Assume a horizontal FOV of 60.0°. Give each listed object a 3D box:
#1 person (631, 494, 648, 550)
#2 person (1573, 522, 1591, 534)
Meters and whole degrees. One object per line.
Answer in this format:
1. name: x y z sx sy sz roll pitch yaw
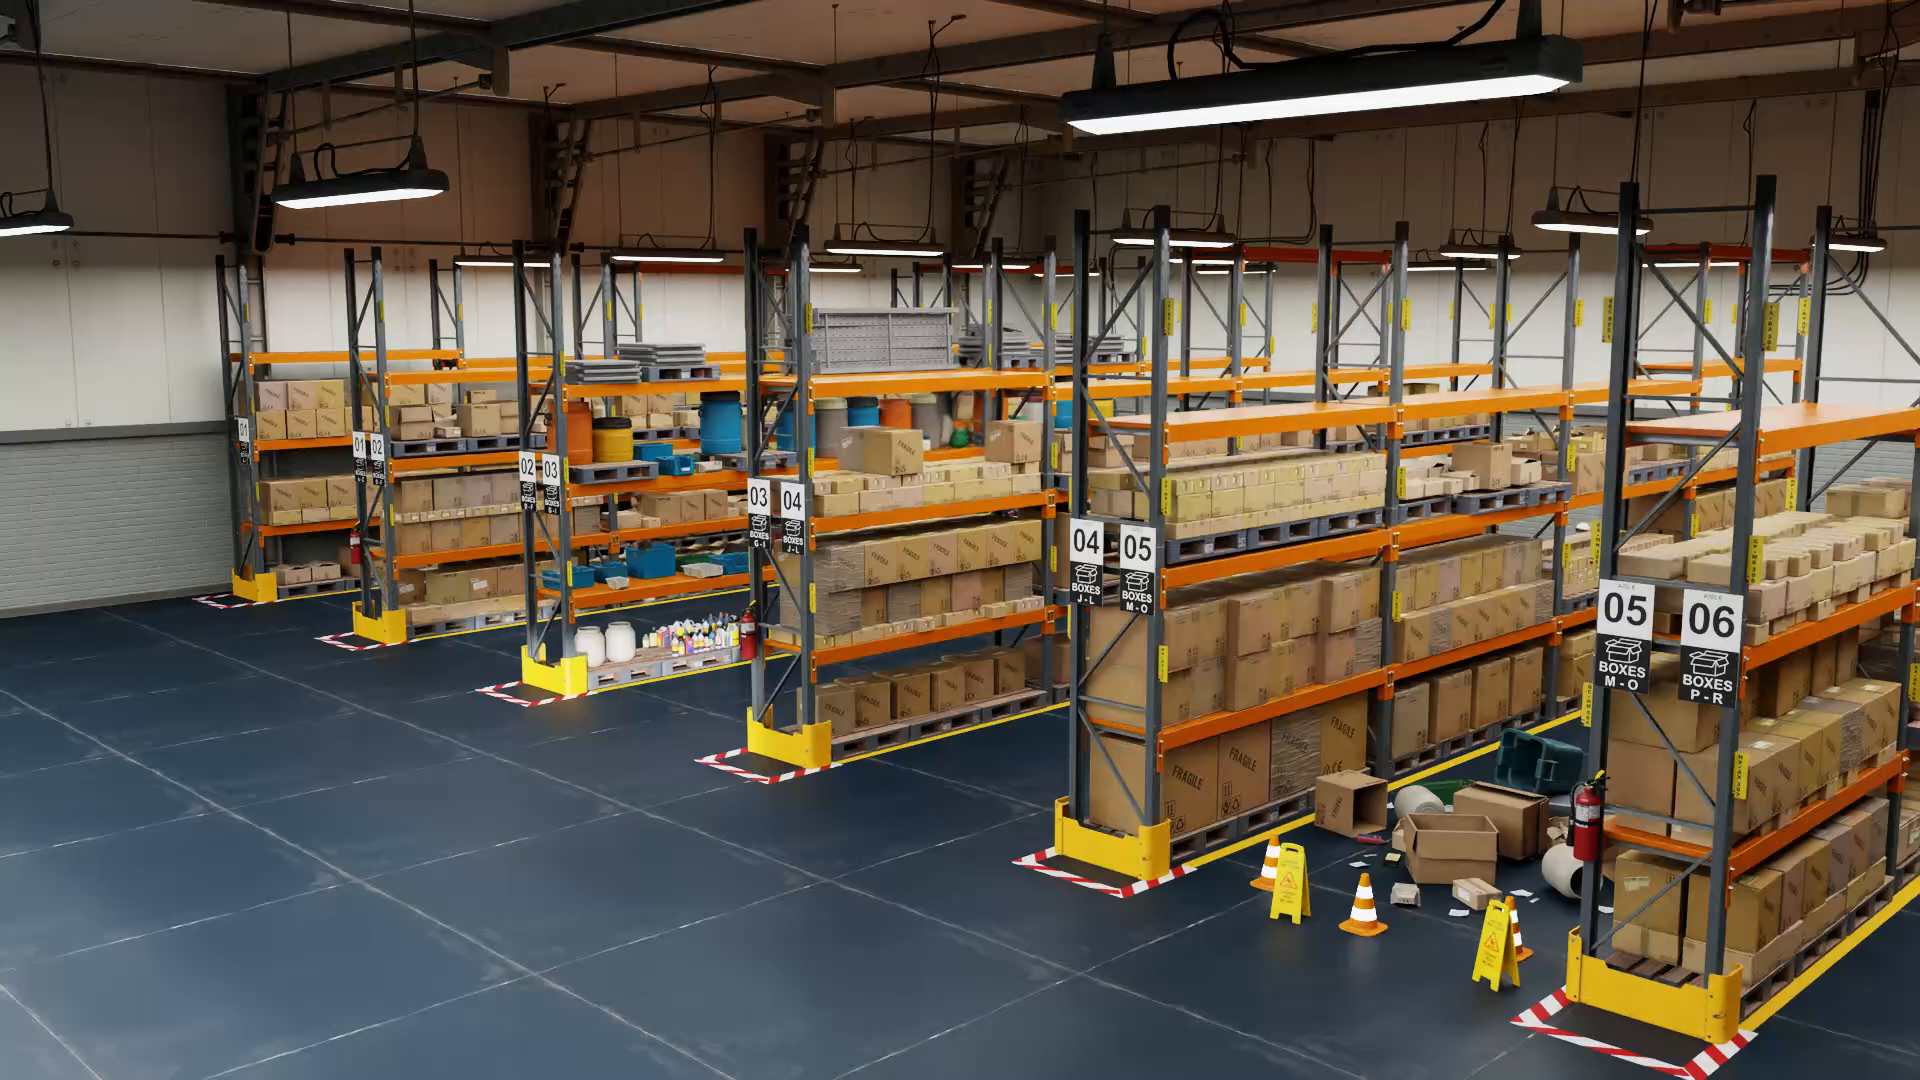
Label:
1. person: -5.981 -0.059 31.401 0.588 1.652 0.885 6 10 38
2. person: 9.748 0.610 26.009 0.938 1.791 0.668 -8 11 -43
